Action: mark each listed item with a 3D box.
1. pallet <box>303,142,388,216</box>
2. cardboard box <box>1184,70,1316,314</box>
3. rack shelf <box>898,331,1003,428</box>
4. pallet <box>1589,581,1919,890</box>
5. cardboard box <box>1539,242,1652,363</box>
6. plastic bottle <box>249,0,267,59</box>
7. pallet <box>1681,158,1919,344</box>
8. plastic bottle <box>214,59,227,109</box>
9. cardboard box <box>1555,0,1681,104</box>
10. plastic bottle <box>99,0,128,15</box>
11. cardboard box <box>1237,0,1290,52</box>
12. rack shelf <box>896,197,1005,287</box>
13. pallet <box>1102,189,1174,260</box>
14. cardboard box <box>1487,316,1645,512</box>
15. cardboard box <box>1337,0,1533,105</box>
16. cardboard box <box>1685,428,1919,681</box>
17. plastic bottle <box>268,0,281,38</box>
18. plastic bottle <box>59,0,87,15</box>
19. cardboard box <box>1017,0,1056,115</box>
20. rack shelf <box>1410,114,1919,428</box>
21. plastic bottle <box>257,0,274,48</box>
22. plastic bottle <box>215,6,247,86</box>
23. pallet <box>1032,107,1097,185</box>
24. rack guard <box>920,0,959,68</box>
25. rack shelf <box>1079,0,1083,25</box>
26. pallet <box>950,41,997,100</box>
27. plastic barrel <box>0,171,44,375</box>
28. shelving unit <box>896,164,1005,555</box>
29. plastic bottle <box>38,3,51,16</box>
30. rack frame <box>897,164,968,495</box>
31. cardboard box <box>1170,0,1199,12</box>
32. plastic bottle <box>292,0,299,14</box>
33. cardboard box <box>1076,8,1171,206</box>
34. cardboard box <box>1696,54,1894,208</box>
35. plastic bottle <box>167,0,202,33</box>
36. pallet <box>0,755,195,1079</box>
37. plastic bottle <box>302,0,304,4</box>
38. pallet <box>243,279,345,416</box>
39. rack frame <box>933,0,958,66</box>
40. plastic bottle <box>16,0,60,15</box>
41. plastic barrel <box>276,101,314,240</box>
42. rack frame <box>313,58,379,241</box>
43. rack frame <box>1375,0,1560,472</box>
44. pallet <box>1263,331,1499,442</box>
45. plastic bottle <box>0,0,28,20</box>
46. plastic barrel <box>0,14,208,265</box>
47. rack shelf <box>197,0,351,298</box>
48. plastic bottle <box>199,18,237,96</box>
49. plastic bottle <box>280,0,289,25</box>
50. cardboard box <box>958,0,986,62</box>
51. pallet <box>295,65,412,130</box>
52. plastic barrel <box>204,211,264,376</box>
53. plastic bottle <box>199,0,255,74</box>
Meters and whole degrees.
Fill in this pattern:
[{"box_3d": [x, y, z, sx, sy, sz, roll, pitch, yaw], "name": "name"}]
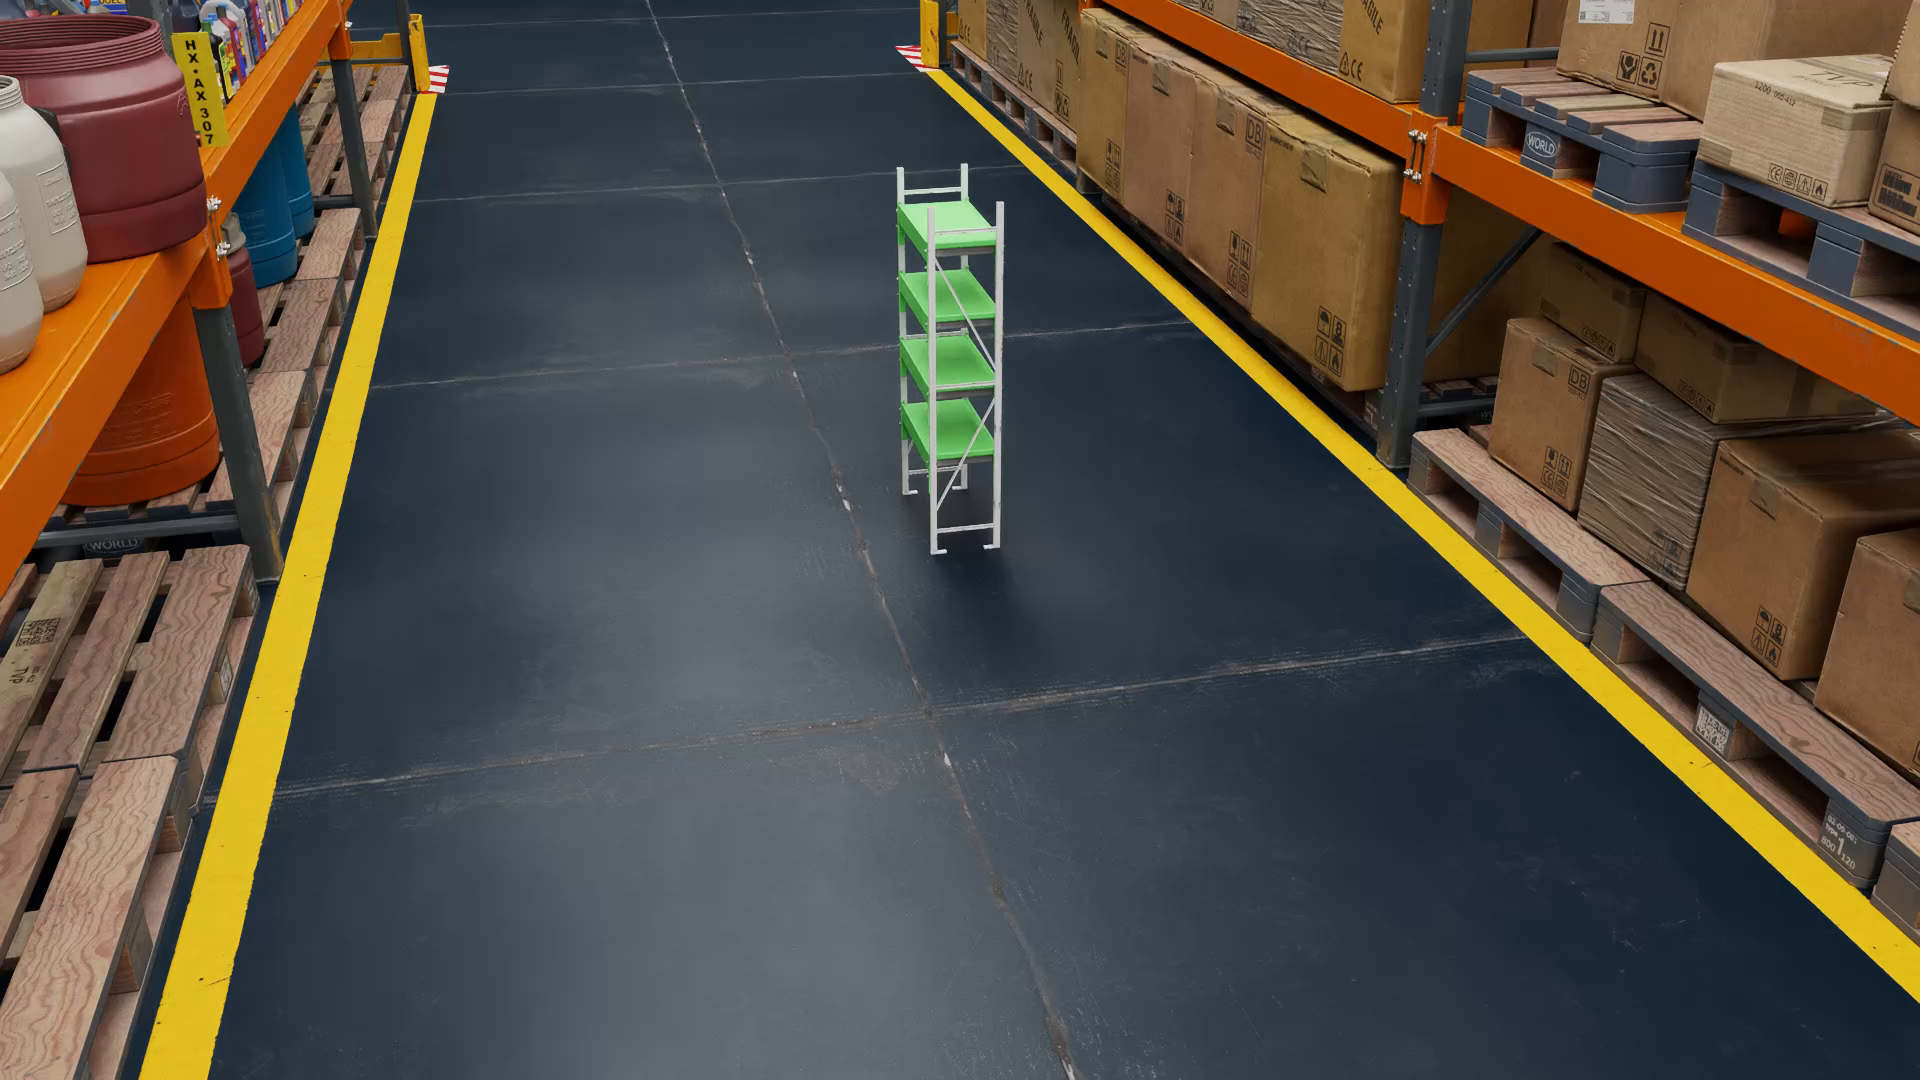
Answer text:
[{"box_3d": [-3.841, -2.002, 9.481, 1.003, 0.211, 1.213, -6, 27, -12], "name": "pallet"}, {"box_3d": [1.761, -1.611, 7.504, 1.225, 0.875, 0.875, -6, 27, -11], "name": "cardboard box"}, {"box_3d": [-0.037, -0.551, 5.652, 0.258, 0.148, 0.480, -6, 27, -12], "name": "rack shelf"}, {"box_3d": [2.536, 0.448, 4.628, 1.003, 0.211, 1.213, -6, 27, -12], "name": "pallet"}, {"box_3d": [2.270, -0.799, 5.457, 0.500, 0.250, 0.500, -5, 27, -9], "name": "cardboard box"}, {"box_3d": [-2.859, -2.096, 6.703, 0.061, 0.283, 0.133, -6, 27, -12], "name": "plastic bottle"}, {"box_3d": [2.575, -0.724, 4.068, 1.003, 0.211, 1.213, -6, 27, -12], "name": "pallet"}, {"box_3d": [-2.653, -1.621, 5.853, 0.097, 0.201, 0.097, 0, 27, 0], "name": "plastic bottle"}, {"box_3d": [2.250, -1.674, 5.160, 0.500, 0.500, 0.500, -9, 28, -18], "name": "cardboard box"}, {"box_3d": [-3.548, -2.239, 6.995, 0.152, 0.276, 0.135, -6, 27, -12], "name": "plastic bottle"}, {"box_3d": [1.510, -2.358, 6.981, 0.500, 0.500, 0.500, -7, 28, -13], "name": "cardboard box"}, {"box_3d": [-0.037, -0.980, 5.436, 0.258, 0.148, 0.480, -6, 27, -12], "name": "rack shelf"}, {"box_3d": [1.435, -1.855, 9.190, 1.003, 0.211, 1.213, -6, 27, -12], "name": "pallet"}, {"box_3d": [2.260, -0.463, 5.624, 0.700, 0.500, 0.500, -7, 28, -14], "name": "cardboard box"}, {"box_3d": [1.737, -1.911, 6.096, 0.500, 0.500, 0.500, -5, 27, -10], "name": "cardboard box"}, {"box_3d": [2.532, 0.027, 4.653, 0.700, 0.500, 0.500, -4, 27, -7], "name": "cardboard box"}, {"box_3d": [-3.008, -2.291, 7.098, 0.152, 0.276, 0.135, -6, 27, -12], "name": "plastic bottle"}, {"box_3d": [-3.460, -1.995, 6.517, 0.097, 0.271, 0.097, 0, 27, 0], "name": "plastic bottle"}, {"box_3d": [0.914, -3.362, 10.975, 0.875, 0.875, 0.875, -6, 27, -12], "name": "cardboard box"}, {"box_3d": [2.540, -0.475, 4.161, 1.077, 0.370, 4.000, -6, 27, -12], "name": "rack shelf"}, {"box_3d": [-2.955, -2.189, 6.896, 0.152, 0.276, 0.135, -6, 27, -12], "name": "plastic bottle"}, {"box_3d": [-2.735, -1.854, 6.224, 0.061, 0.283, 0.133, -6, 27, -12], "name": "plastic bottle"}, {"box_3d": [1.093, -2.527, 10.523, 1.003, 0.211, 1.213, -6, 27, -12], "name": "pallet"}, {"box_3d": [0.281, -4.081, 13.281, 1.175, 0.500, 0.348, -6, 27, -12], "name": "rack guard"}, {"box_3d": [0.737, -3.987, 11.119, 1.077, 0.370, 4.000, -6, 27, -12], "name": "rack shelf"}, {"box_3d": [0.543, -3.599, 12.646, 1.003, 0.211, 1.213, -6, 27, -12], "name": "pallet"}, {"box_3d": [-2.201, -0.607, 3.499, 0.421, 0.512, 0.421, 0, 27, 0], "name": "plastic barrel"}, {"box_3d": [-0.037, -0.608, 5.624, 0.258, 1.200, 0.503, -6, 27, -12], "name": "shelving unit"}, {"box_3d": [-3.402, -1.851, 6.218, 0.061, 0.283, 0.133, -6, 27, -12], "name": "plastic bottle"}, {"box_3d": [-0.092, -0.715, 5.836, 0.240, 1.200, 0.015, -6, 27, -12], "name": "rack frame"}, {"box_3d": [1.275, -2.808, 7.872, 0.500, 0.500, 0.500, -7, 28, -13], "name": "cardboard box"}, {"box_3d": [-3.152, -2.572, 7.654, 0.152, 0.276, 0.135, -6, 27, -12], "name": "plastic bottle"}, {"box_3d": [1.352, -2.391, 9.049, 1.225, 0.875, 0.875, -6, 27, -11], "name": "cardboard box"}, {"box_3d": [2.243, -1.036, 4.174, 0.500, 0.250, 0.500, -7, 28, -13], "name": "cardboard box"}, {"box_3d": [-2.981, -1.977, 6.393, 0.144, 0.351, 0.185, -6, 27, -12], "name": "plastic bottle"}, {"box_3d": [-2.328, 0.952, 3.630, 1.003, 0.211, 1.213, -6, 27, -12], "name": "pallet"}, {"box_3d": [-3.181, -2.651, 7.893, 0.097, 0.201, 0.097, 0, 27, 0], "name": "plastic bottle"}, {"box_3d": [-3.226, -0.803, 7.107, 1.003, 0.211, 1.213, -6, 27, -12], "name": "pallet"}, {"box_3d": [0.287, -5.187, 12.697, 1.000, 3.000, 0.127, -6, 27, -12], "name": "rack frame"}, {"box_3d": [-3.568, -1.999, 6.437, 0.144, 0.351, 0.185, -6, 27, -12], "name": "plastic bottle"}, {"box_3d": [-3.532, -1.938, 8.123, 0.600, 0.901, 0.708, -6, 27, -12], "name": "plastic barrel"}, {"box_3d": [-3.638, -2.928, 8.221, 1.000, 3.000, 0.127, -6, 27, -12], "name": "rack frame"}, {"box_3d": [2.089, -1.675, 5.739, 1.000, 3.000, 0.127, -6, 27, -12], "name": "rack frame"}, {"box_3d": [1.985, -0.783, 7.068, 1.003, 0.211, 1.213, -6, 27, -12], "name": "pallet"}, {"box_3d": [-3.496, -1.860, 6.160, 0.144, 0.351, 0.185, -6, 27, -12], "name": "plastic bottle"}, {"box_3d": [-2.336, -1.059, 4.369, 0.600, 0.536, 0.708, -6, 27, -12], "name": "plastic barrel"}, {"box_3d": [-3.187, -1.728, 6.644, 1.077, 0.370, 4.000, -6, 27, -12], "name": "rack shelf"}, {"box_3d": [-2.705, -1.754, 6.038, 0.097, 0.271, 0.097, 0, 27, 0], "name": "plastic bottle"}, {"box_3d": [-3.070, -2.454, 7.338, 0.144, 0.351, 0.185, -6, 27, -12], "name": "plastic bottle"}, {"box_3d": [0.509, -4.153, 12.540, 0.875, 0.875, 0.875, -6, 27, -12], "name": "cardboard box"}, {"box_3d": [-4.391, -3.073, 11.604, 1.003, 0.211, 1.213, -6, 27, -12], "name": "pallet"}, {"box_3d": [-3.118, -0.991, 6.595, 0.600, 0.588, 0.708, -6, 27, -12], "name": "plastic barrel"}, {"box_3d": [-2.831, -1.948, 6.418, 0.152, 0.276, 0.135, -6, 27, -12], "name": "plastic bottle"}]
